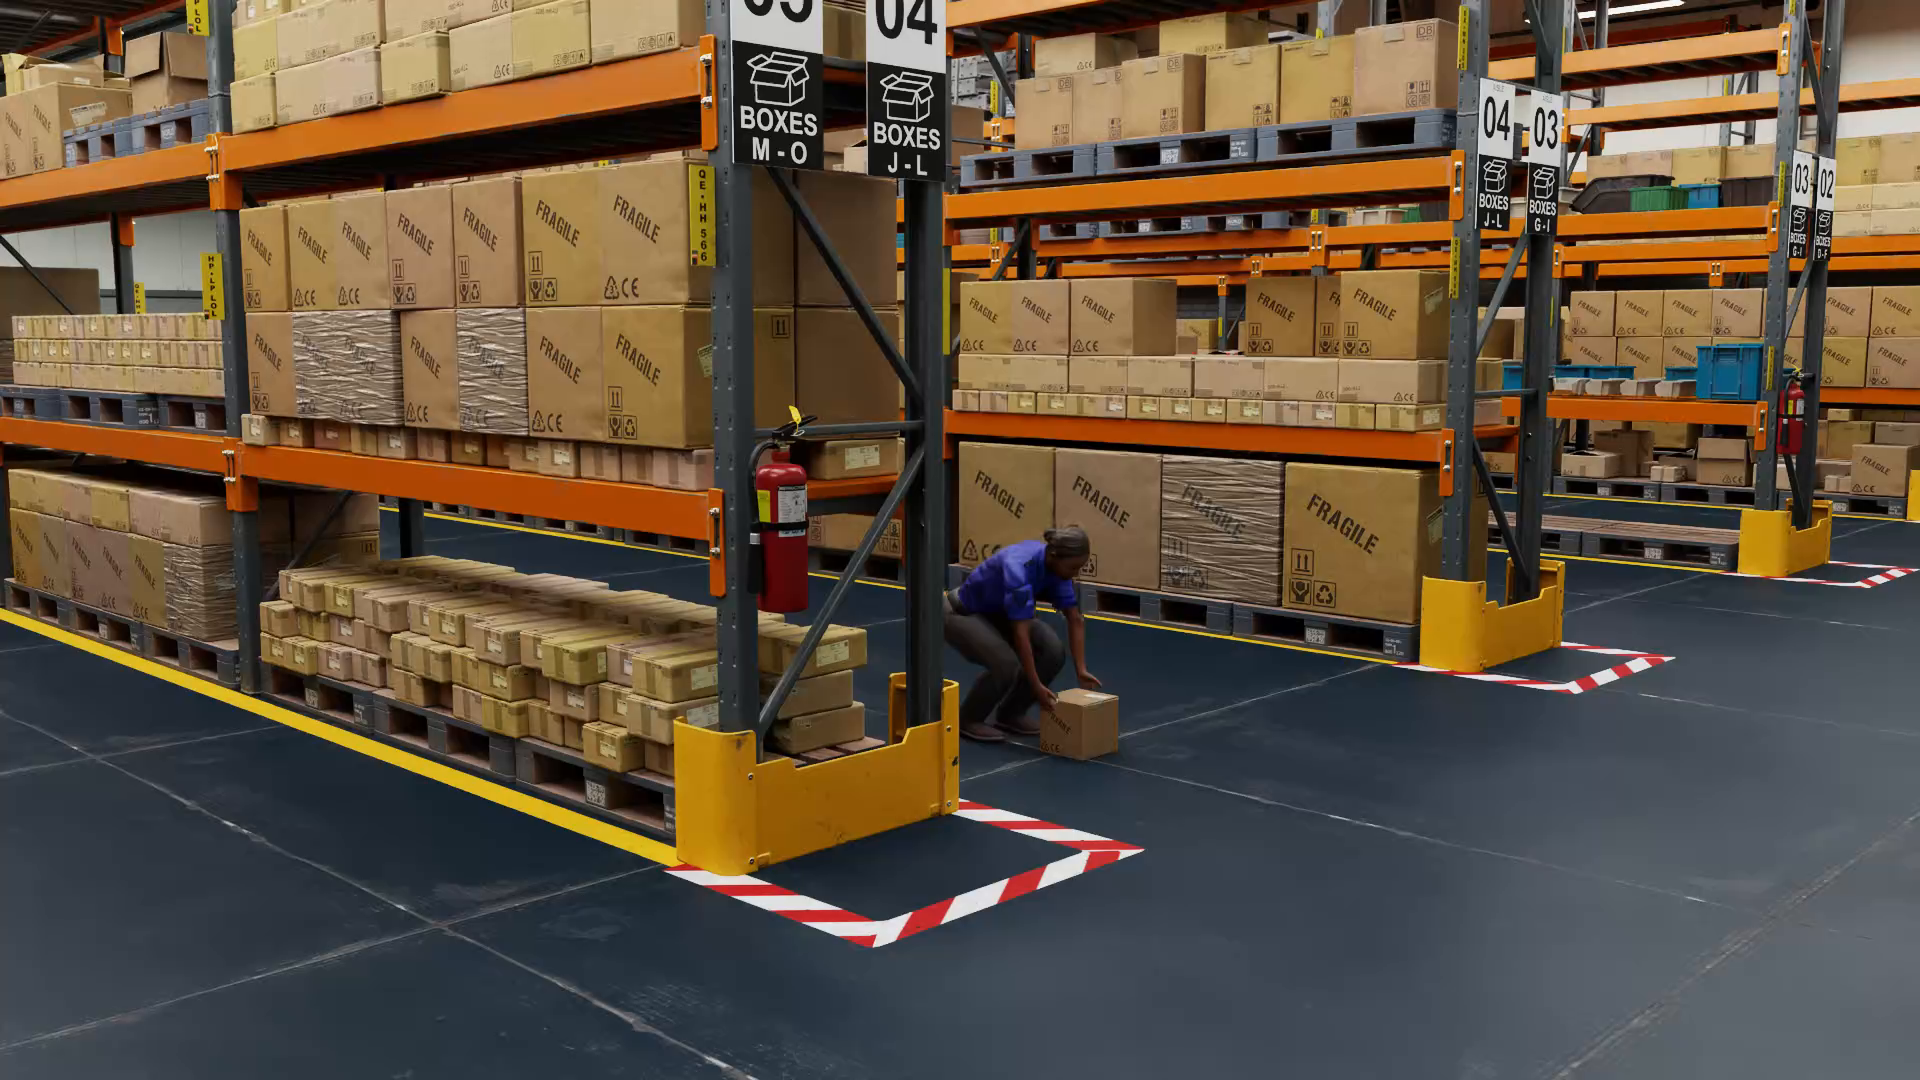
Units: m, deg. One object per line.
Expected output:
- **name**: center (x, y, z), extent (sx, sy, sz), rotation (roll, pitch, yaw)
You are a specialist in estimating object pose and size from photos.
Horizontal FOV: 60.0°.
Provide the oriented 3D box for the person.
- **person**: center (0.290, 0.586, 7.596), extent (0.838, 0.814, 0.463), rotation (7, 10, 43)
